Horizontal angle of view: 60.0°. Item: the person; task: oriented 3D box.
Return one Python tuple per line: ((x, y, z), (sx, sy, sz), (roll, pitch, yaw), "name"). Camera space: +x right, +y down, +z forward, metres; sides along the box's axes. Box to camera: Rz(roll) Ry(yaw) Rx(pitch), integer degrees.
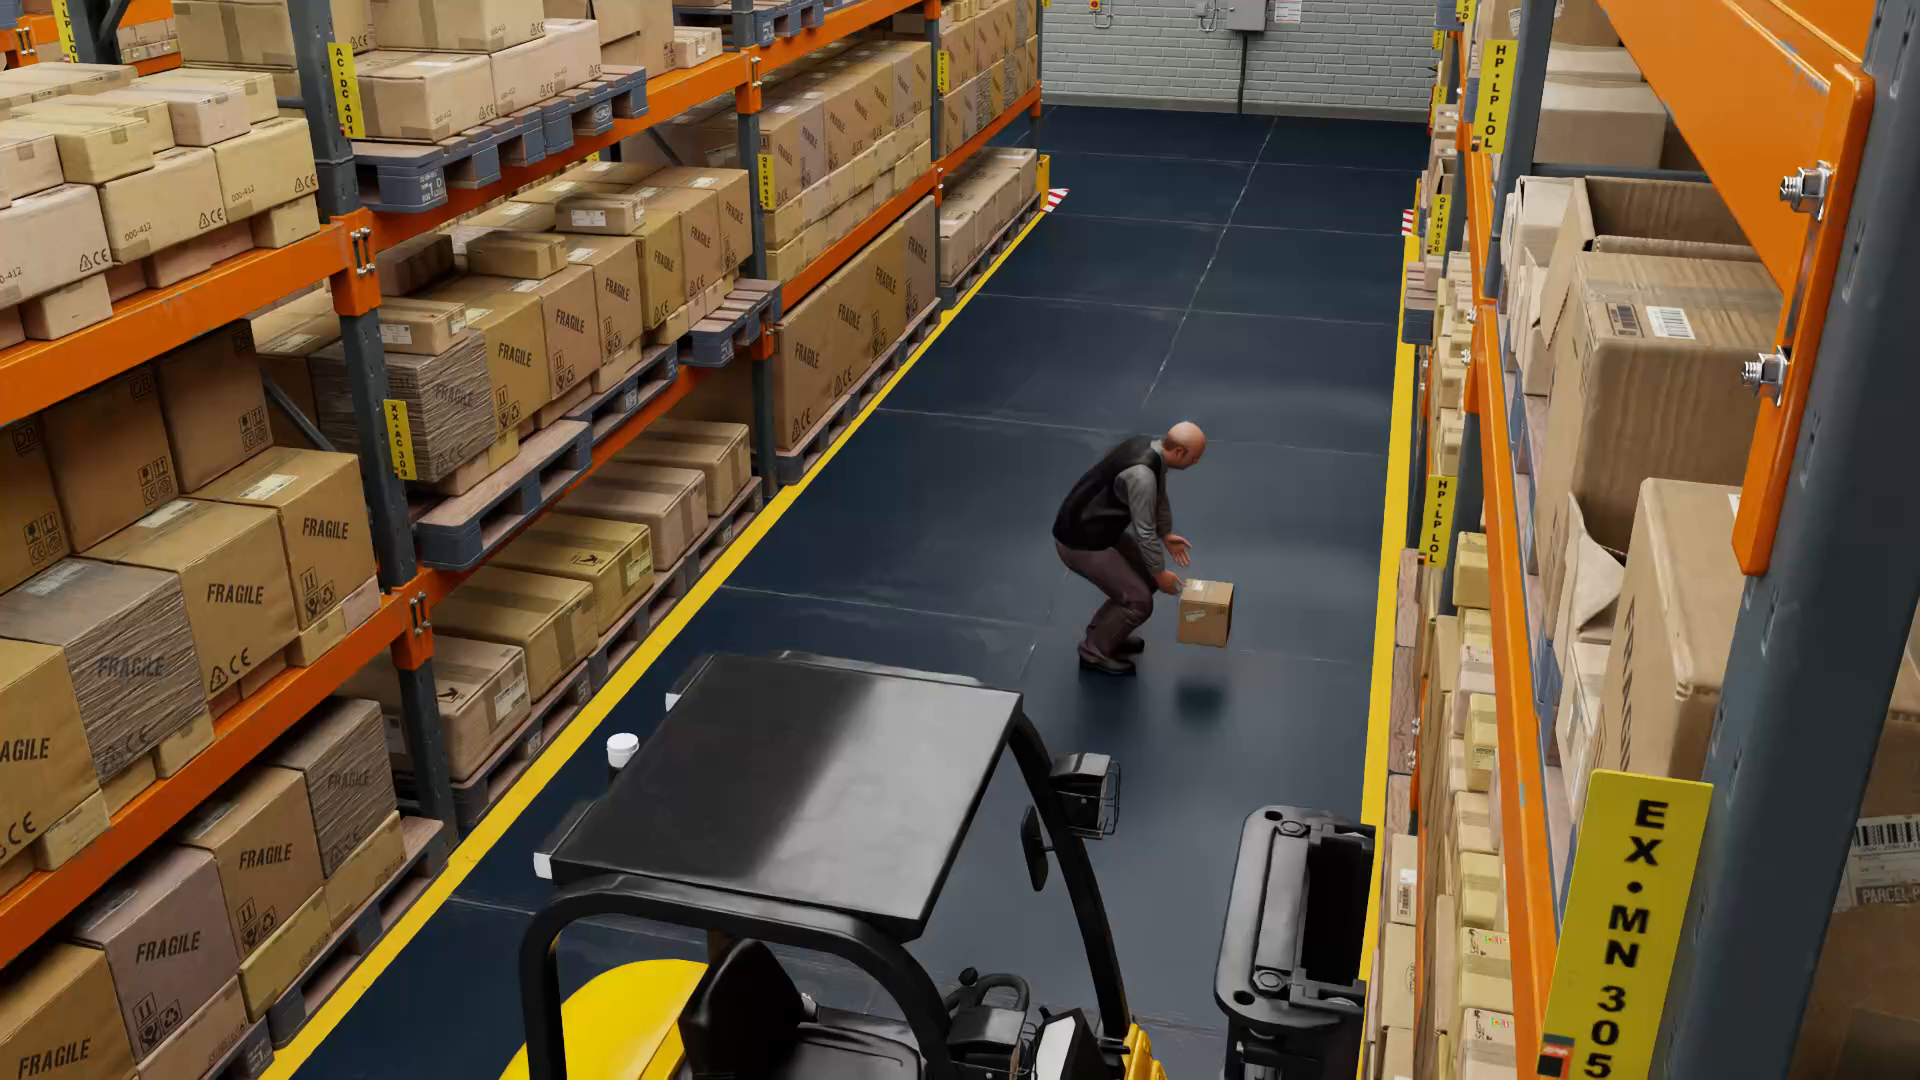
((0.860, 0.003, 8.577), (0.740, 1.348, 0.591), (6, 26, 13), "person")
